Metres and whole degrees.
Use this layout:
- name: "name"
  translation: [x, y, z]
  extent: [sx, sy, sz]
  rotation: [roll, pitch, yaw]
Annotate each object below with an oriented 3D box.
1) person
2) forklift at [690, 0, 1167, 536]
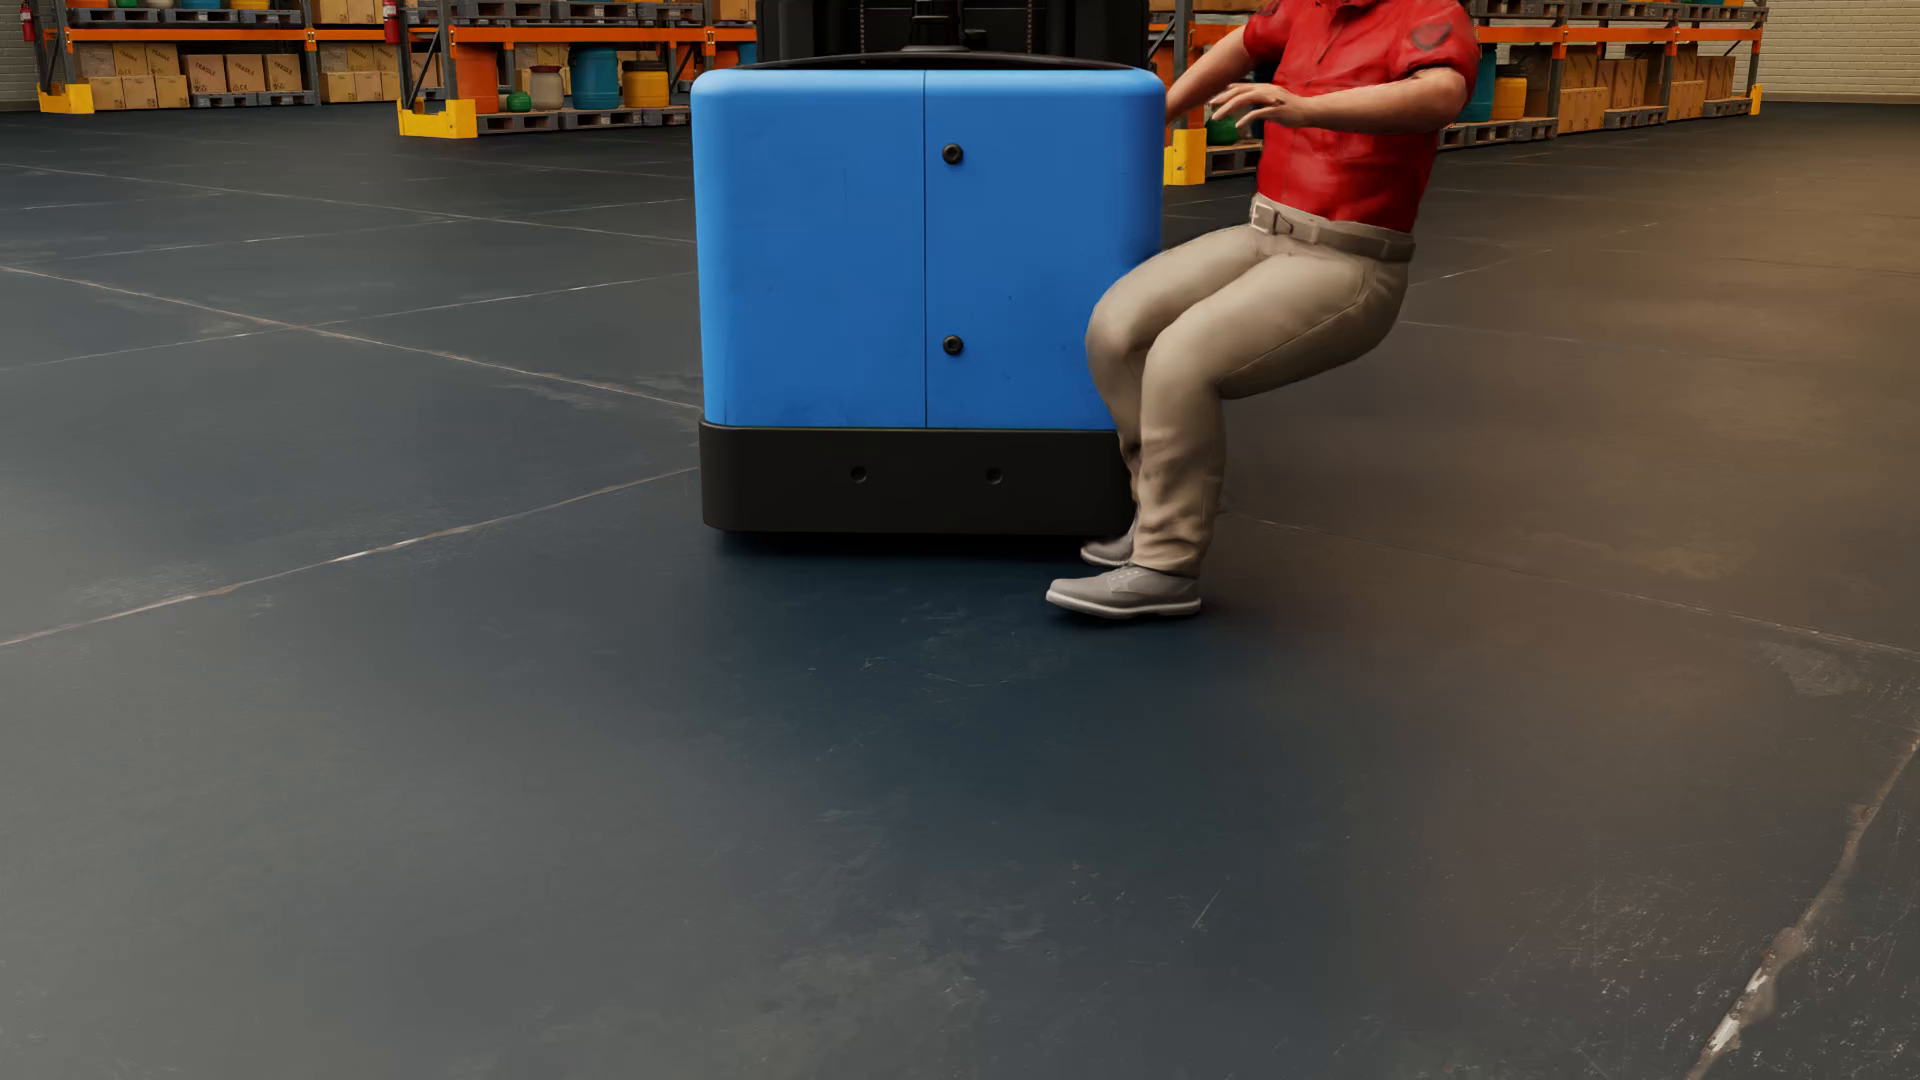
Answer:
- name: "person"
  translation: [0.543, -0.606, 3.381]
  extent: [0.846, 1.491, 0.968]
  rotation: [-9, 19, -27]
- name: "forklift"
  translation: [-0.011, -1.786, 4.780]
  extent: [1.130, 2.935, 3.031]
  rotation: [1, 17, 2]
